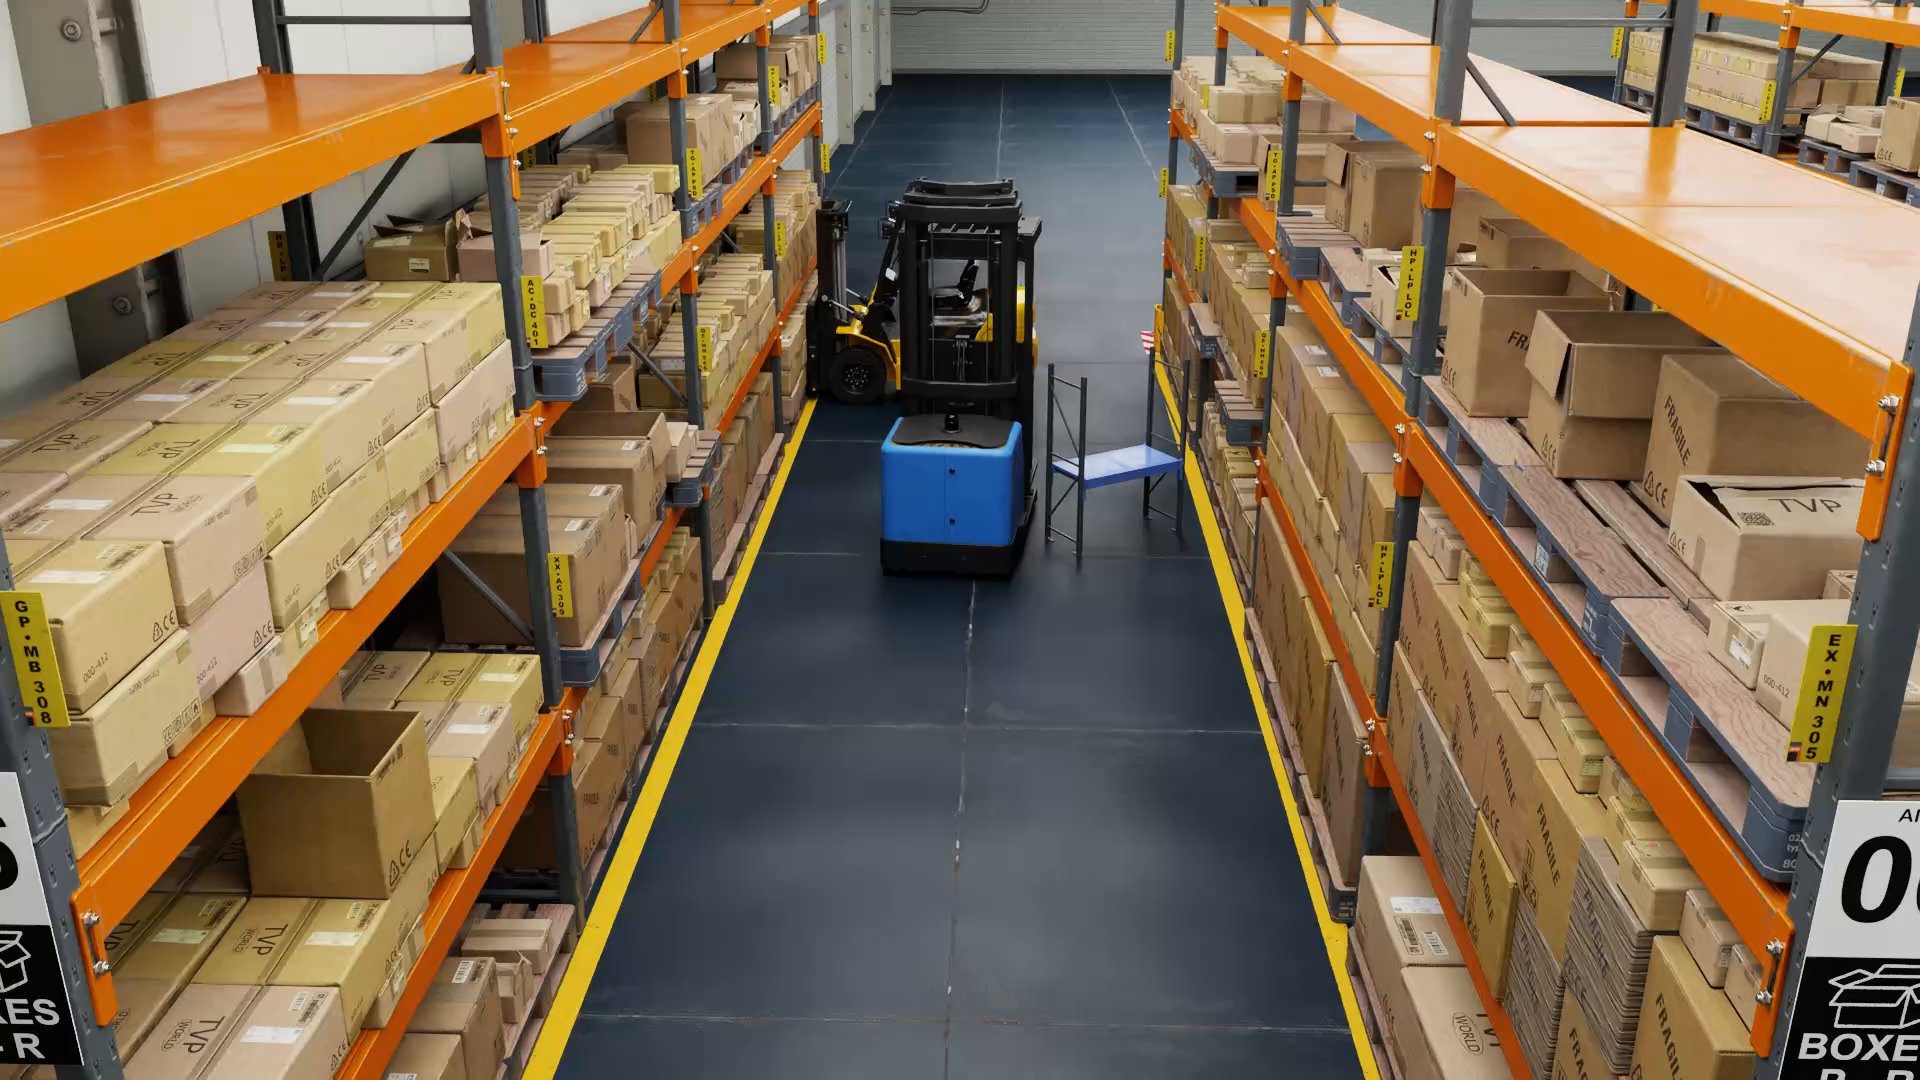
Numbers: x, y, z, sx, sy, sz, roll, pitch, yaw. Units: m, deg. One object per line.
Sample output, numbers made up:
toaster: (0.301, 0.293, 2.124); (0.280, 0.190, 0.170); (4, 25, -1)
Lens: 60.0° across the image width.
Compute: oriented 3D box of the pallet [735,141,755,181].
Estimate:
pallet: (-2.221, -3.266, 14.210); (0.805, 0.209, 1.217); (0, 21, -1)

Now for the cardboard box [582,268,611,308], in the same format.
cardboard box: (-1.999, -1.287, 8.474); (0.380, 0.149, 0.250); (1, 21, 2)

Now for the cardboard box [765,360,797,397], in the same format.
cardboard box: (-1.884, -1.594, 16.314); (0.500, 0.250, 0.500); (1, 21, 1)

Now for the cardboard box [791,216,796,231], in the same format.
cardboard box: (-1.867, -3.200, 16.887); (0.380, 0.149, 0.250); (0, 21, 0)

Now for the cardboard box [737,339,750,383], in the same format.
cardboard box: (-2.025, -1.473, 13.679); (0.500, 0.250, 0.500); (1, 21, 3)

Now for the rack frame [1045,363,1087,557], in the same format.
rack frame: (0.849, -0.643, 13.407); (0.032, 1.500, 0.500); (-12, 24, -29)

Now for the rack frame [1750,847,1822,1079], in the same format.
rack frame: (2.389, 2.116, 4.221); (1.000, 3.000, 0.127); (1, 21, 2)

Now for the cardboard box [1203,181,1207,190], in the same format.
cardboard box: (3.079, -4.133, 18.396); (0.700, 0.500, 0.500); (0, 21, 0)

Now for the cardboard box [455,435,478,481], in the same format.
cardboard box: (-2.194, -0.346, 6.767); (0.380, 0.149, 0.250); (1, 21, 3)

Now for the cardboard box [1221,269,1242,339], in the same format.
cardboard box: (2.405, -1.892, 13.421); (0.500, 0.500, 0.500); (0, 21, -1)

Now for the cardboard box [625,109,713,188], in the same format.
cardboard box: (-2.063, -2.776, 11.827); (0.500, 0.500, 0.500); (1, 21, 2)

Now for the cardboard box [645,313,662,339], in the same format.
cardboard box: (-2.533, -1.670, 12.945); (0.380, 0.149, 0.250); (1, 21, 1)

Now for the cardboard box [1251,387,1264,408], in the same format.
cardboard box: (2.343, -1.074, 12.210); (0.380, 0.149, 0.250); (1, 21, 2)

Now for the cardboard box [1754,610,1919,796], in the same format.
cardboard box: (2.313, 0.382, 4.034); (0.500, 0.250, 0.500); (-1, 21, -3)

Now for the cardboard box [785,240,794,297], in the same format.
cardboard box: (-1.934, -2.668, 16.415); (0.500, 0.500, 0.500); (1, 21, 3)

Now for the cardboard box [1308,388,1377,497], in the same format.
cardboard box: (2.318, -0.565, 9.610); (0.500, 0.500, 0.500); (1, 21, 2)

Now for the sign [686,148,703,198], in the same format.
sign: (-1.787, -2.462, 11.160); (0.100, 0.325, 0.005); (1, 21, 2)

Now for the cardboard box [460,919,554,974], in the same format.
cardboard box: (-2.174, 1.955, 7.998); (0.380, 0.149, 0.250); (0, 21, 0)

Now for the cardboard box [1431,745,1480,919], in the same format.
cardboard box: (2.194, 1.152, 6.569); (0.500, 0.500, 0.500); (1, 21, 2)

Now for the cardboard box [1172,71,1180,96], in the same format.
cardboard box: (2.594, -4.957, 18.101); (0.500, 0.250, 0.500); (0, 21, 1)

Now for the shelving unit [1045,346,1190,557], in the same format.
shelving unit: (1.284, -0.738, 13.652); (1.048, 1.500, 0.538); (-12, 24, -29)

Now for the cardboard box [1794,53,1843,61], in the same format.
cardboard box: (8.078, -4.503, 15.662); (0.380, 0.149, 0.250); (0, 21, 1)

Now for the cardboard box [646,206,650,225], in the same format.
cardboard box: (-2.160, -2.025, 10.403); (0.380, 0.149, 0.250); (1, 21, 3)

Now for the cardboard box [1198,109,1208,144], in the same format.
cardboard box: (2.336, -3.540, 14.279); (0.500, 0.250, 0.500); (0, 21, 0)

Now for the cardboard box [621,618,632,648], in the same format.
cardboard box: (-2.218, 0.586, 10.142); (0.380, 0.149, 0.250); (1, 21, 2)

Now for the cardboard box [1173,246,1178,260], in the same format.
cardboard box: (2.522, -3.153, 18.150); (0.380, 0.149, 0.250); (1, 21, 2)

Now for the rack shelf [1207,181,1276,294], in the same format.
rack shelf: (2.693, -2.562, 13.127); (1.077, 0.370, 4.000); (1, 21, 2)

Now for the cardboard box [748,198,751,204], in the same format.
cardboard box: (-2.385, -3.532, 17.331); (0.380, 0.149, 0.250); (1, 21, 2)

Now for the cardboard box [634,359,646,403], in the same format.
cardboard box: (-2.593, -1.158, 12.176); (0.500, 0.250, 0.500); (1, 21, 3)

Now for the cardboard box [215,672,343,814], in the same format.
cardboard box: (-2.762, 0.734, 6.543); (0.500, 0.500, 0.500); (0, 21, 0)

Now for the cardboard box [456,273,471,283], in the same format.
cardboard box: (-2.573, -1.248, 7.964); (0.380, 0.149, 0.250); (1, 21, 2)

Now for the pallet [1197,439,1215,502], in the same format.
pallet: (2.732, -0.641, 15.182); (1.003, 0.211, 1.213); (1, 21, 2)

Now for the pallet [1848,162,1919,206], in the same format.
pallet: (7.581, -2.706, 12.765); (1.003, 0.211, 1.213); (2, 21, 4)

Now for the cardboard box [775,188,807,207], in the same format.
cardboard box: (-1.824, -3.615, 17.547); (0.380, 0.149, 0.250); (1, 21, 3)

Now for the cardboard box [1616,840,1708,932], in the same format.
cardboard box: (2.107, 0.983, 4.725); (0.380, 0.149, 0.250); (0, 21, 1)

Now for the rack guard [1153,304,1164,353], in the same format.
rack guard: (2.874, -2.476, 19.512); (1.175, 0.500, 0.348); (1, 21, 2)

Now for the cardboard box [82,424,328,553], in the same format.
cardboard box: (-2.272, -0.160, 5.047); (0.500, 0.250, 0.500); (0, 21, 1)

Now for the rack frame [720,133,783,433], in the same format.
rack frame: (-2.207, -2.276, 15.541); (1.000, 3.000, 0.127); (1, 21, 2)

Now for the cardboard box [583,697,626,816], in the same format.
cardboard box: (-2.205, 1.221, 9.403); (0.500, 0.500, 0.500); (0, 21, 1)

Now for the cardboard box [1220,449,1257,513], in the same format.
cardboard box: (2.703, -0.492, 13.996); (0.950, 0.372, 0.625); (1, 21, 3)

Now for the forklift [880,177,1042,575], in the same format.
forklift: (0.084, -1.591, 13.870); (1.130, 2.935, 3.031); (3, 21, 7)

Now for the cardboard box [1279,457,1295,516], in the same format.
cardboard box: (2.368, -0.346, 10.775); (0.500, 0.250, 0.500); (0, 21, 0)

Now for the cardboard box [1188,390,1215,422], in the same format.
cardboard box: (2.504, -1.353, 16.383); (0.500, 0.250, 0.500); (2, 21, 4)

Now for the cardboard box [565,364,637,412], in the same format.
cardboard box: (-2.501, -0.887, 11.244); (0.500, 0.500, 0.500); (2, 21, 4)

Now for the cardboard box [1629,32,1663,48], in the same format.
cardboard box: (7.498, -5.429, 18.047); (0.380, 0.149, 0.250); (1, 21, 2)

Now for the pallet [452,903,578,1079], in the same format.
pallet: (-2.472, 2.165, 7.950); (1.003, 0.211, 1.213); (1, 21, 2)

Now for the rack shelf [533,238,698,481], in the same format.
rack shelf: (-2.390, -1.169, 9.537); (1.077, 0.370, 4.000); (1, 21, 2)

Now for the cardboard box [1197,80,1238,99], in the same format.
cardboard box: (2.451, -4.276, 15.793); (0.380, 0.149, 0.250); (1, 21, 3)

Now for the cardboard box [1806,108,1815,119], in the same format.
cardboard box: (8.062, -3.950, 15.337); (0.380, 0.149, 0.250); (1, 21, 2)

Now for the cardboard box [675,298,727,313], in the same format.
cardboard box: (-2.085, -1.852, 13.415); (0.380, 0.149, 0.250); (1, 21, 2)

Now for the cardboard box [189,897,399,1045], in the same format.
cardboard box: (-2.262, 1.468, 5.689); (0.500, 0.250, 0.500); (0, 21, 1)

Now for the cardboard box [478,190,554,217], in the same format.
cardboard box: (-2.638, -1.984, 9.886); (0.380, 0.149, 0.250); (1, 21, 1)

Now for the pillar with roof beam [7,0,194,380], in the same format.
pillar with roof beam: (0.930, -1.891, 6.255); (9.100, 9.000, 0.400); (1, 21, 2)

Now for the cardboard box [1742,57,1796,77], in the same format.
cardboard box: (7.405, -4.327, 15.207); (0.380, 0.149, 0.250); (1, 21, 1)

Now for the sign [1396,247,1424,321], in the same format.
sign: (1.968, -1.119, 7.262); (0.100, 0.325, 0.005); (1, 21, 2)

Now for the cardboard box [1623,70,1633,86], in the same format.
cardboard box: (7.496, -5.054, 18.183); (0.380, 0.149, 0.250); (1, 21, 2)
